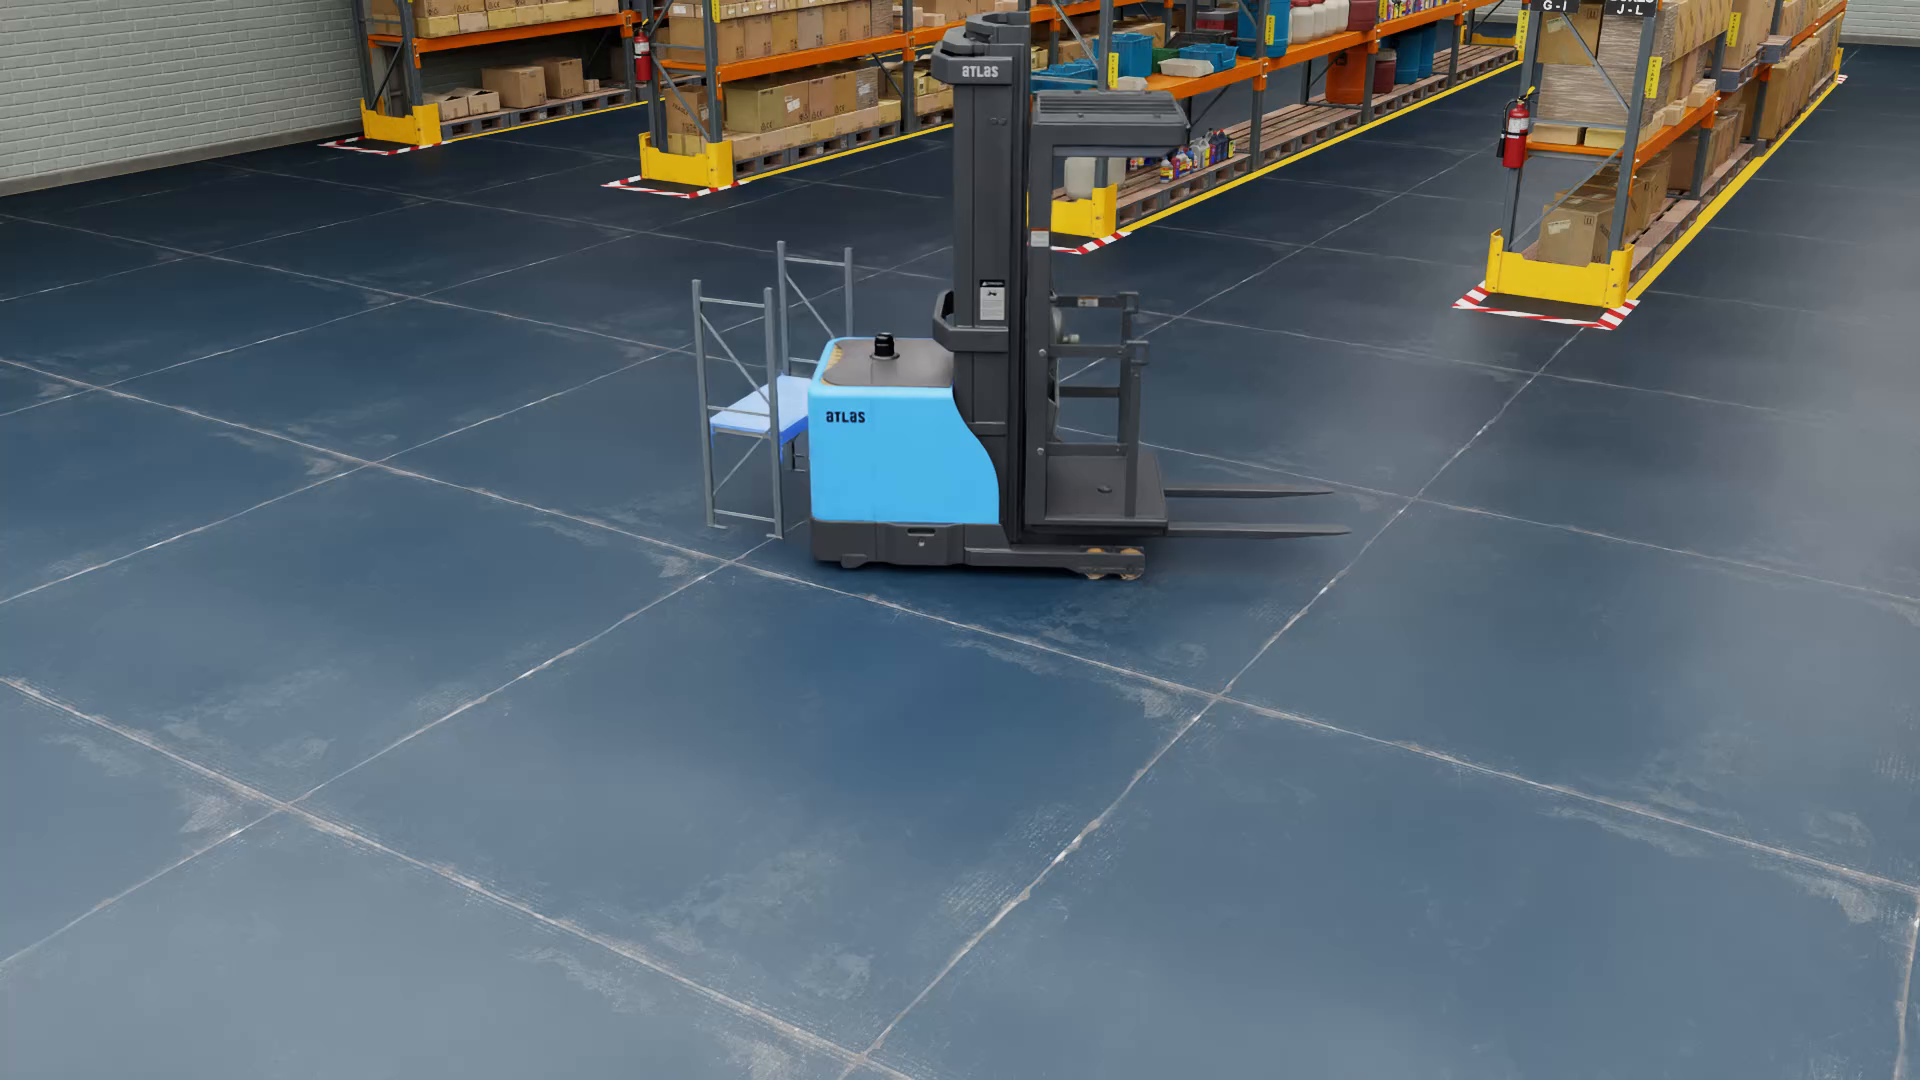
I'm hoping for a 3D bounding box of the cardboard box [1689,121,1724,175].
[{"bbox_3d":[8.247,-4.475,18.904,0.700,0.500,0.500,11,26,24],"label":"cardboard box"}]

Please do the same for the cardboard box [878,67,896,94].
[{"bbox_3d":[-1.101,-6.334,22.832,0.500,0.311,0.500,14,27,29],"label":"cardboard box"}]

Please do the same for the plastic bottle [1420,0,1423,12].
[{"bbox_3d":[6.732,-7.856,24.371,0.097,0.201,0.097,0,23,0],"label":"plastic bottle"}]

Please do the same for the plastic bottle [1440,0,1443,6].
[{"bbox_3d":[7.229,-8.229,25.139,0.152,0.276,0.135,14,27,29],"label":"plastic bottle"}]

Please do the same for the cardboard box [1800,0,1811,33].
[{"bbox_3d":[11.011,-7.059,22.155,0.500,0.500,0.500,14,27,28],"label":"cardboard box"}]

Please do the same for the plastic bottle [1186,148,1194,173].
[{"bbox_3d":[2.587,-4.274,18.727,0.097,0.271,0.097,0,23,0],"label":"plastic bottle"}]

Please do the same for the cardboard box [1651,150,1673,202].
[{"bbox_3d":[7.098,-3.791,17.348,0.500,0.500,0.500,13,27,27],"label":"cardboard box"}]

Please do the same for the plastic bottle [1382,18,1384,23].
[{"bbox_3d":[5.832,-7.312,23.027,0.097,0.271,0.097,0,23,0],"label":"plastic bottle"}]

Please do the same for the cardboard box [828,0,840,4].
[{"bbox_3d":[-1.704,-6.728,20.572,0.380,0.149,0.250,15,27,30],"label":"cardboard box"}]

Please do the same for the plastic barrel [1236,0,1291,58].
[{"bbox_3d":[3.596,-6.207,19.680,0.600,0.901,0.708,14,27,29],"label":"plastic barrel"}]

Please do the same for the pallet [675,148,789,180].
[{"bbox_3d":[-2.813,-4.586,20.078,1.003,0.211,1.213,14,27,29],"label":"pallet"}]

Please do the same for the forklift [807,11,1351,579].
[{"bbox_3d":[0.690,-1.344,9.165,3.031,2.935,1.130,1,23,2],"label":"forklift"}]

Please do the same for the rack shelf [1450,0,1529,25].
[{"bbox_3d":[8.410,-8.955,27.565,1.077,0.370,4.000,14,27,29],"label":"rack shelf"}]

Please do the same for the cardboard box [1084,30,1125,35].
[{"bbox_3d":[2.333,-7.971,26.979,0.500,0.500,0.500,13,27,27],"label":"cardboard box"}]

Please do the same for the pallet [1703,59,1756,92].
[{"bbox_3d":[7.869,-5.011,17.791,1.003,0.211,1.213,14,27,29],"label":"pallet"}]

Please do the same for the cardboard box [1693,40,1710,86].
[{"bbox_3d":[7.053,-4.915,16.828,0.875,0.500,0.500,14,27,29],"label":"cardboard box"}]

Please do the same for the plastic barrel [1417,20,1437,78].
[{"bbox_3d":[7.053,-7.659,25.780,0.600,0.901,0.708,14,27,29],"label":"plastic barrel"}]

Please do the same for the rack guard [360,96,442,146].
[{"bbox_3d":[-7.352,-5.514,21.858,1.175,0.500,0.348,14,27,29],"label":"rack guard"}]

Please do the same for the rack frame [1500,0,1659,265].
[{"bbox_3d":[5.233,-3.522,14.109,1.000,3.000,0.127,14,27,29],"label":"rack frame"}]

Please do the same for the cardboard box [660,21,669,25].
[{"bbox_3d":[-4.407,-7.962,26.016,0.500,0.250,0.500,13,27,27],"label":"cardboard box"}]

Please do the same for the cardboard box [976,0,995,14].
[{"bbox_3d":[0.167,-7.775,23.809,0.500,0.500,0.500,12,26,26],"label":"cardboard box"}]

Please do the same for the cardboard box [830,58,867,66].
[{"bbox_3d":[-1.582,-6.133,22.130,0.500,0.500,0.500,14,27,29],"label":"cardboard box"}]

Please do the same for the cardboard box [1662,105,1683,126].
[{"bbox_3d":[6.459,-3.939,15.388,0.380,0.149,0.250,14,27,29],"label":"cardboard box"}]

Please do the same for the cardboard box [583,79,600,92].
[{"bbox_3d":[-5.538,-6.701,24.465,0.380,0.166,0.250,10,25,22],"label":"cardboard box"}]

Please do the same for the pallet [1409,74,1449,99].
[{"bbox_3d":[6.912,-7.078,25.835,1.003,0.211,1.213,14,27,29],"label":"pallet"}]

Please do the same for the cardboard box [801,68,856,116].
[{"bbox_3d":[-1.664,-5.686,21.097,0.500,0.500,0.500,14,27,29],"label":"cardboard box"}]

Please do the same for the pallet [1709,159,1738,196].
[{"bbox_3d":[8.395,-4.268,19.344,1.003,0.211,1.213,14,27,29],"label":"pallet"}]

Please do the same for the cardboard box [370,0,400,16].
[{"bbox_3d":[-7.324,-7.124,21.650,0.500,0.500,0.500,14,27,28],"label":"cardboard box"}]

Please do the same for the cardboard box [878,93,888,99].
[{"bbox_3d":[-1.099,-6.080,22.952,0.500,0.250,0.500,14,27,28],"label":"cardboard box"}]

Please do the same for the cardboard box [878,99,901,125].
[{"bbox_3d":[-1.130,-5.677,22.022,0.500,0.250,0.500,14,27,29],"label":"cardboard box"}]

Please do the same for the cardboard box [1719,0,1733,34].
[{"bbox_3d":[7.339,-5.303,16.466,0.500,0.500,0.500,14,27,29],"label":"cardboard box"}]

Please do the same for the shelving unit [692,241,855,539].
[{"bbox_3d":[-1.078,-0.923,9.993,0.538,1.500,1.048,9,25,20],"label":"shelving unit"}]

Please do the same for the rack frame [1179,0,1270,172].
[{"bbox_3d":[3.135,-5.910,19.625,1.000,3.000,0.127,14,27,29],"label":"rack frame"}]

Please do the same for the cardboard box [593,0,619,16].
[{"bbox_3d":[-5.274,-7.703,23.931,0.500,0.250,0.500,14,27,29],"label":"cardboard box"}]

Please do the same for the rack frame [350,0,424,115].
[{"bbox_3d":[-7.392,-6.636,21.303,1.000,3.000,0.127,14,27,29],"label":"rack frame"}]

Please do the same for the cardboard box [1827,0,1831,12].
[{"bbox_3d":[12.550,-7.840,24.400,0.380,0.149,0.250,13,27,28],"label":"cardboard box"}]

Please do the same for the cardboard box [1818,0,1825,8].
[{"bbox_3d":[12.033,-7.743,23.675,0.500,0.250,0.500,13,27,28],"label":"cardboard box"}]

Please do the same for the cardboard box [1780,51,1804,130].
[{"bbox_3d":[10.311,-5.967,21.904,1.225,0.875,0.875,14,27,29],"label":"cardboard box"}]

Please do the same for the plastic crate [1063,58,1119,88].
[{"bbox_3d":[1.382,-4.941,17.575,0.499,0.251,0.408,14,27,29],"label":"plastic crate"}]

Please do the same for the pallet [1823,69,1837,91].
[{"bbox_3d":[13.317,-7.356,26.476,1.003,0.211,1.213,14,27,29],"label":"pallet"}]

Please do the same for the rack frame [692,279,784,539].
[{"bbox_3d":[-1.271,-0.736,9.562,0.500,1.500,0.032,9,25,20],"label":"rack frame"}]

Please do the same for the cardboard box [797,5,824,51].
[{"bbox_3d":[-2.110,-6.323,20.454,0.700,0.500,0.500,15,27,31],"label":"cardboard box"}]

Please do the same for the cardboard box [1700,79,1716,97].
[{"bbox_3d":[7.479,-4.622,16.968,0.380,0.149,0.250,14,27,29],"label":"cardboard box"}]

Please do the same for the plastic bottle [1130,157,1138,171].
[{"bbox_3d":[1.966,-4.295,18.865,0.097,0.201,0.097,0,23,0],"label":"plastic bottle"}]

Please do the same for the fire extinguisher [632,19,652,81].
[{"bbox_3d":[-3.638,-5.621,19.056,0.296,0.674,0.183,14,27,29],"label":"fire extinguisher"}]

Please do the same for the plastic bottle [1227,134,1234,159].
[{"bbox_3d":[3.161,-4.633,19.543,0.061,0.283,0.133,15,28,32],"label":"plastic bottle"}]

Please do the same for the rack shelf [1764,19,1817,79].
[{"bbox_3d":[10.508,-6.567,22.048,1.077,0.370,4.000,14,27,29],"label":"rack shelf"}]

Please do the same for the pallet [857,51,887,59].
[{"bbox_3d":[-2.047,-8.717,29.619,1.003,0.211,1.213,14,27,29],"label":"pallet"}]

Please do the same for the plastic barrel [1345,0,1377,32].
[{"bbox_3d":[5.257,-7.102,22.208,0.600,0.536,0.708,14,27,29],"label":"plastic barrel"}]

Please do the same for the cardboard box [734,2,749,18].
[{"bbox_3d":[-2.654,-6.119,19.168,0.380,0.149,0.250,13,27,28],"label":"cardboard box"}]

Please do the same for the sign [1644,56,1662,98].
[{"bbox_3d":[5.694,-3.805,13.675,0.100,0.325,0.005,14,27,29],"label":"sign"}]

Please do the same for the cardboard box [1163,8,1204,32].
[{"bbox_3d":[4.135,-9.340,30.139,0.797,0.503,0.637,14,27,29],"label":"cardboard box"}]

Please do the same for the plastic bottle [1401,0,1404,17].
[{"bbox_3d":[6.268,-7.591,23.672,0.097,0.271,0.097,0,23,0],"label":"plastic bottle"}]
